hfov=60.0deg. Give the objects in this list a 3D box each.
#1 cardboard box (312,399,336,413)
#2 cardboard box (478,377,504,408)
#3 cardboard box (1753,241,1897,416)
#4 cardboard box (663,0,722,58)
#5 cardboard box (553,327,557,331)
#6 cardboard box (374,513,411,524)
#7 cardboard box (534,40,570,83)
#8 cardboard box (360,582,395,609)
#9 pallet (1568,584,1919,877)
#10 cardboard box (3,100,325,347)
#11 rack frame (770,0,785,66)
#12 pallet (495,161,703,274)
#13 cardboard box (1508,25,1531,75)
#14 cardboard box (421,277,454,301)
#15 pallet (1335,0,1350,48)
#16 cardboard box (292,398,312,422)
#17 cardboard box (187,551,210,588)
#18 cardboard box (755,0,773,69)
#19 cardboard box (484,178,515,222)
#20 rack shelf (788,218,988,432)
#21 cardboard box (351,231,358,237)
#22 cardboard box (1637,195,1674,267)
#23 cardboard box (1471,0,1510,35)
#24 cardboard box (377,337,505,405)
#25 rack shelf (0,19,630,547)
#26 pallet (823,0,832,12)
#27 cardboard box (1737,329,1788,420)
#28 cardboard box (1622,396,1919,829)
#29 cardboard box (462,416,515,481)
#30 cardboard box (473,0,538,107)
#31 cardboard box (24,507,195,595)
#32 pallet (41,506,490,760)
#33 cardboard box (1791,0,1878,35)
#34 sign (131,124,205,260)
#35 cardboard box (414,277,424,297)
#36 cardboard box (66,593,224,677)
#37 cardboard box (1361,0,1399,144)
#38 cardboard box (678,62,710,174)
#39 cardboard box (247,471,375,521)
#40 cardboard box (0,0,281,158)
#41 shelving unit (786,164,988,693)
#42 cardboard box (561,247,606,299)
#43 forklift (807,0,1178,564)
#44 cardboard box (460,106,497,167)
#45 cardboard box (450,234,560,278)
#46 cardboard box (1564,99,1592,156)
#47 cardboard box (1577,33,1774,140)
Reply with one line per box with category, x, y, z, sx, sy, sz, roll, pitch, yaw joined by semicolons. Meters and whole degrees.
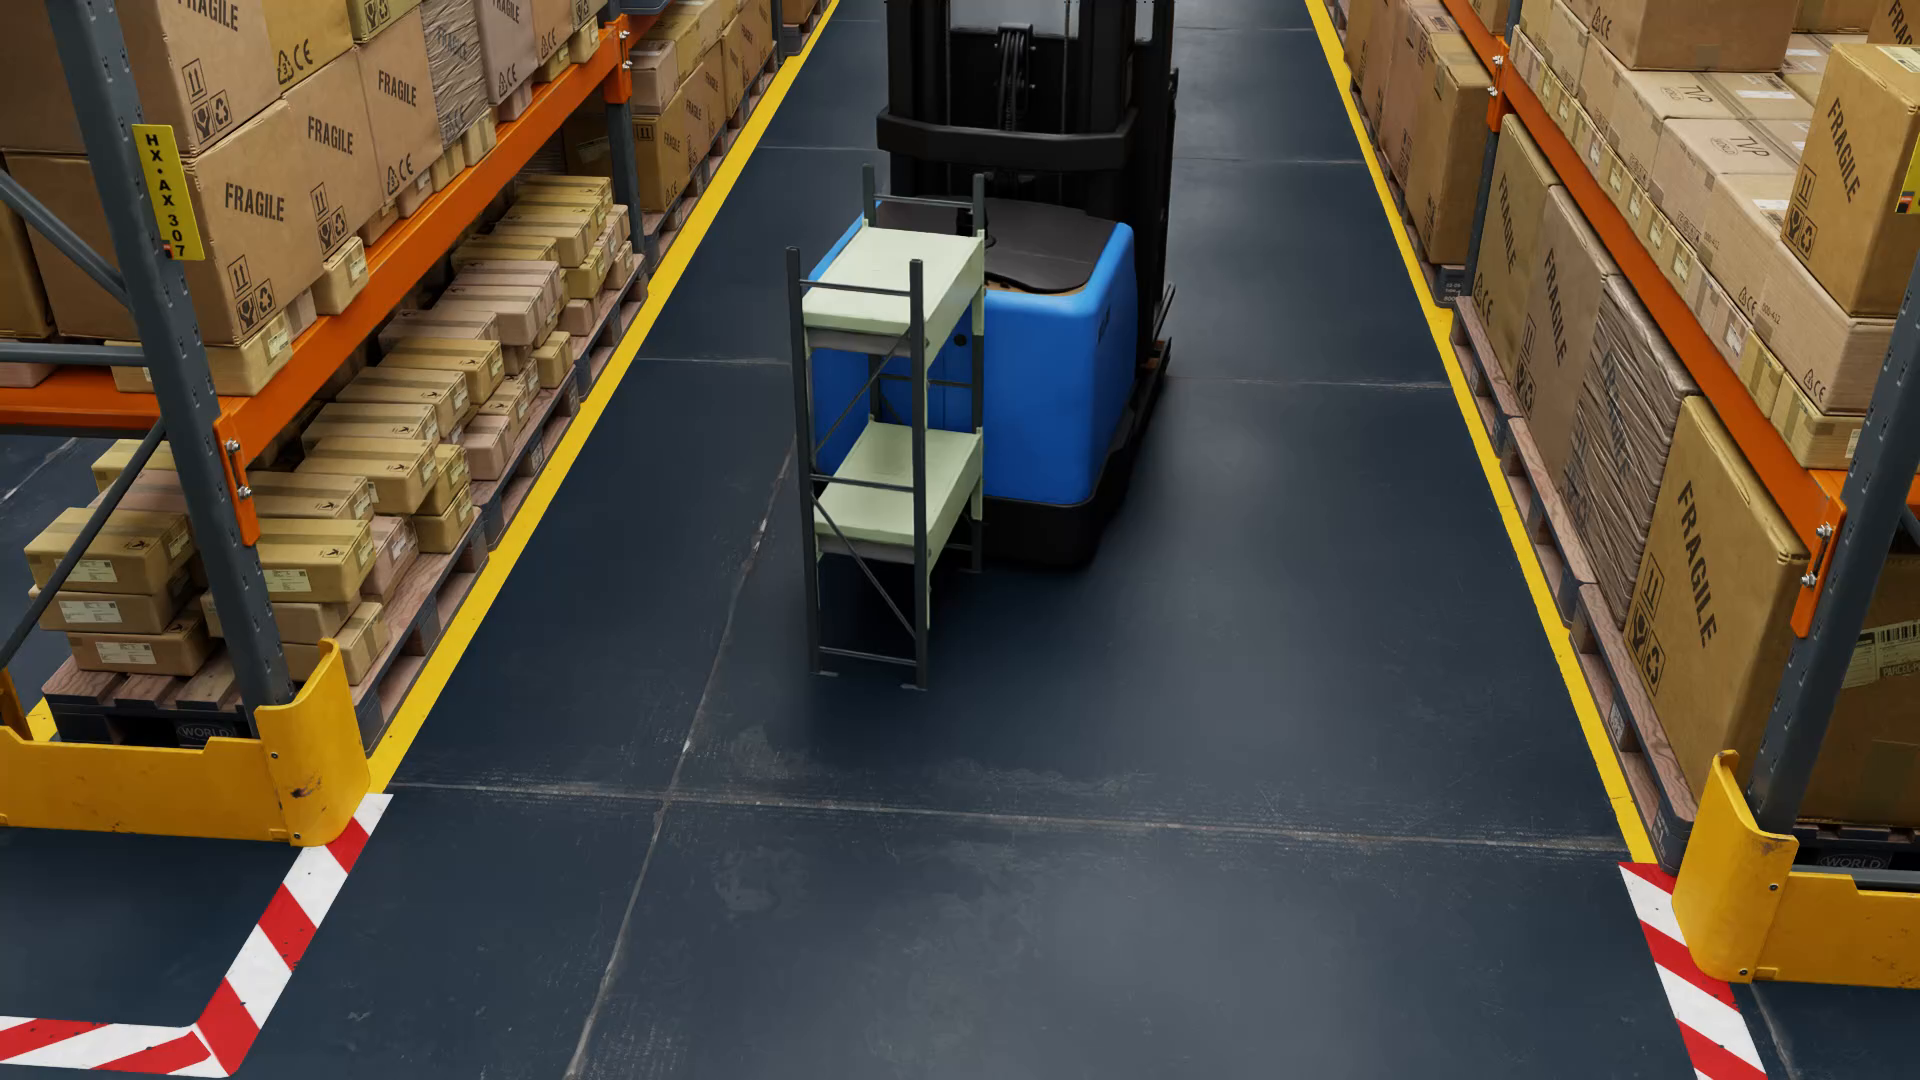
cardboard box;-2.520;-0.518;6.264;0.380;0.149;0.250;4;32;6
cardboard box;-2.010;-0.645;6.472;0.380;0.149;0.250;4;32;6
cardboard box;2.323;-0.524;4.101;0.500;0.250;0.500;2;32;3
cardboard box;-1.651;-2.907;9.375;0.500;0.250;0.500;4;32;6
cardboard box;-1.958;-0.893;7.156;0.380;0.149;0.250;2;32;3
cardboard box;-2.078;-0.089;5.568;0.380;0.149;0.250;3;32;5
cardboard box;-1.845;-2.010;6.892;0.380;0.149;0.250;4;32;6
cardboard box;-2.086;0.173;5.427;0.380;0.149;0.250;2;32;4
pallet;2.535;0.569;5.125;1.003;0.211;1.213;2;32;4
cardboard box;-2.075;-0.853;4.397;0.500;0.500;0.500;4;32;6
rack frame;-1.736;-4.644;10.927;1.000;3.000;0.127;2;32;4
pallet;-2.000;-1.773;8.926;1.003;0.211;1.213;2;32;4
cardboard box;2.518;-2.041;6.942;0.380;0.149;0.250;3;32;4
cardboard box;-2.350;-1.063;7.149;0.380;0.149;0.250;1;32;1
pallet;3.264;-3.601;11.892;1.003;0.211;1.213;2;32;4
cardboard box;-2.574;-0.513;5.973;0.380;0.149;0.250;4;32;6
cardboard box;-2.554;0.024;5.385;0.380;0.149;0.250;2;32;3
cardboard box;-1.529;-3.404;10.896;0.500;0.500;0.500;2;32;4
cardboard box;-2.296;-1.600;7.737;0.380;0.149;0.250;4;32;6
rack shelf;-0.208;-0.688;5.193;0.431;0.370;0.720;8;32;12
cardboard box;-2.095;-0.924;5.130;0.380;0.149;0.250;4;32;6
cardboard box;2.351;-0.960;5.188;0.380;0.149;0.250;3;32;4
cardboard box;2.640;-2.587;7.493;0.500;0.500;0.500;3;32;4
cardboard box;-1.919;-0.628;6.160;0.380;0.149;0.250;3;32;5
rack shelf;-2.224;-1.201;6.025;1.077;0.370;4.000;2;32;4
pallet;-1.495;-4.503;13.355;1.003;0.211;1.213;2;32;4
cardboard box;2.268;-0.426;4.321;0.380;0.149;0.250;3;32;4
cardboard box;2.520;0.191;4.706;0.875;0.875;0.875;2;32;4
cardboard box;-1.910;-0.350;6.276;0.380;0.149;0.250;1;32;2
cardboard box;-1.905;-1.926;6.137;0.500;0.500;0.500;2;32;4
cardboard box;-2.597;0.033;5.088;0.380;0.149;0.250;3;32;5
pallet;-2.280;0.263;5.622;1.003;0.211;1.213;2;32;4
cardboard box;3.058;-2.157;6.035;0.500;0.500;0.500;3;32;4
sign;-1.846;-0.807;3.875;0.100;0.325;0.005;2;32;4
cardboard box;-2.450;-1.057;6.856;0.380;0.149;0.250;3;32;5
cardboard box;-2.552;0.289;5.238;0.380;0.149;0.250;3;32;5
cardboard box;3.042;-2.828;9.605;1.225;0.875;0.875;3;32;4
cardboard box;-1.696;-2.319;9.137;0.500;0.500;0.500;4;32;6
cardboard box;-2.103;-0.088;5.284;0.380;0.149;0.250;3;32;5
cardboard box;-2.086;-1.280;4.135;0.500;0.500;0.500;2;32;4
shelving unit;-0.208;-0.356;5.397;0.431;1.500;0.755;8;32;12
cardboard box;-1.784;-1.183;7.345;0.380;0.149;0.250;1;32;2
forklift;0.321;-1.924;6.579;1.130;2.935;3.031;8;32;12
cardboard box;-1.907;-1.466;6.009;0.380;0.149;0.250;3;32;5
cardboard box;-1.924;-1.176;7.049;0.380;0.149;0.250;3;32;6
cardboard box;2.436;-1.494;6.055;0.380;0.149;0.250;2;32;3
cardboard box;2.492;-1.586;5.823;0.500;0.250;0.500;3;32;5
